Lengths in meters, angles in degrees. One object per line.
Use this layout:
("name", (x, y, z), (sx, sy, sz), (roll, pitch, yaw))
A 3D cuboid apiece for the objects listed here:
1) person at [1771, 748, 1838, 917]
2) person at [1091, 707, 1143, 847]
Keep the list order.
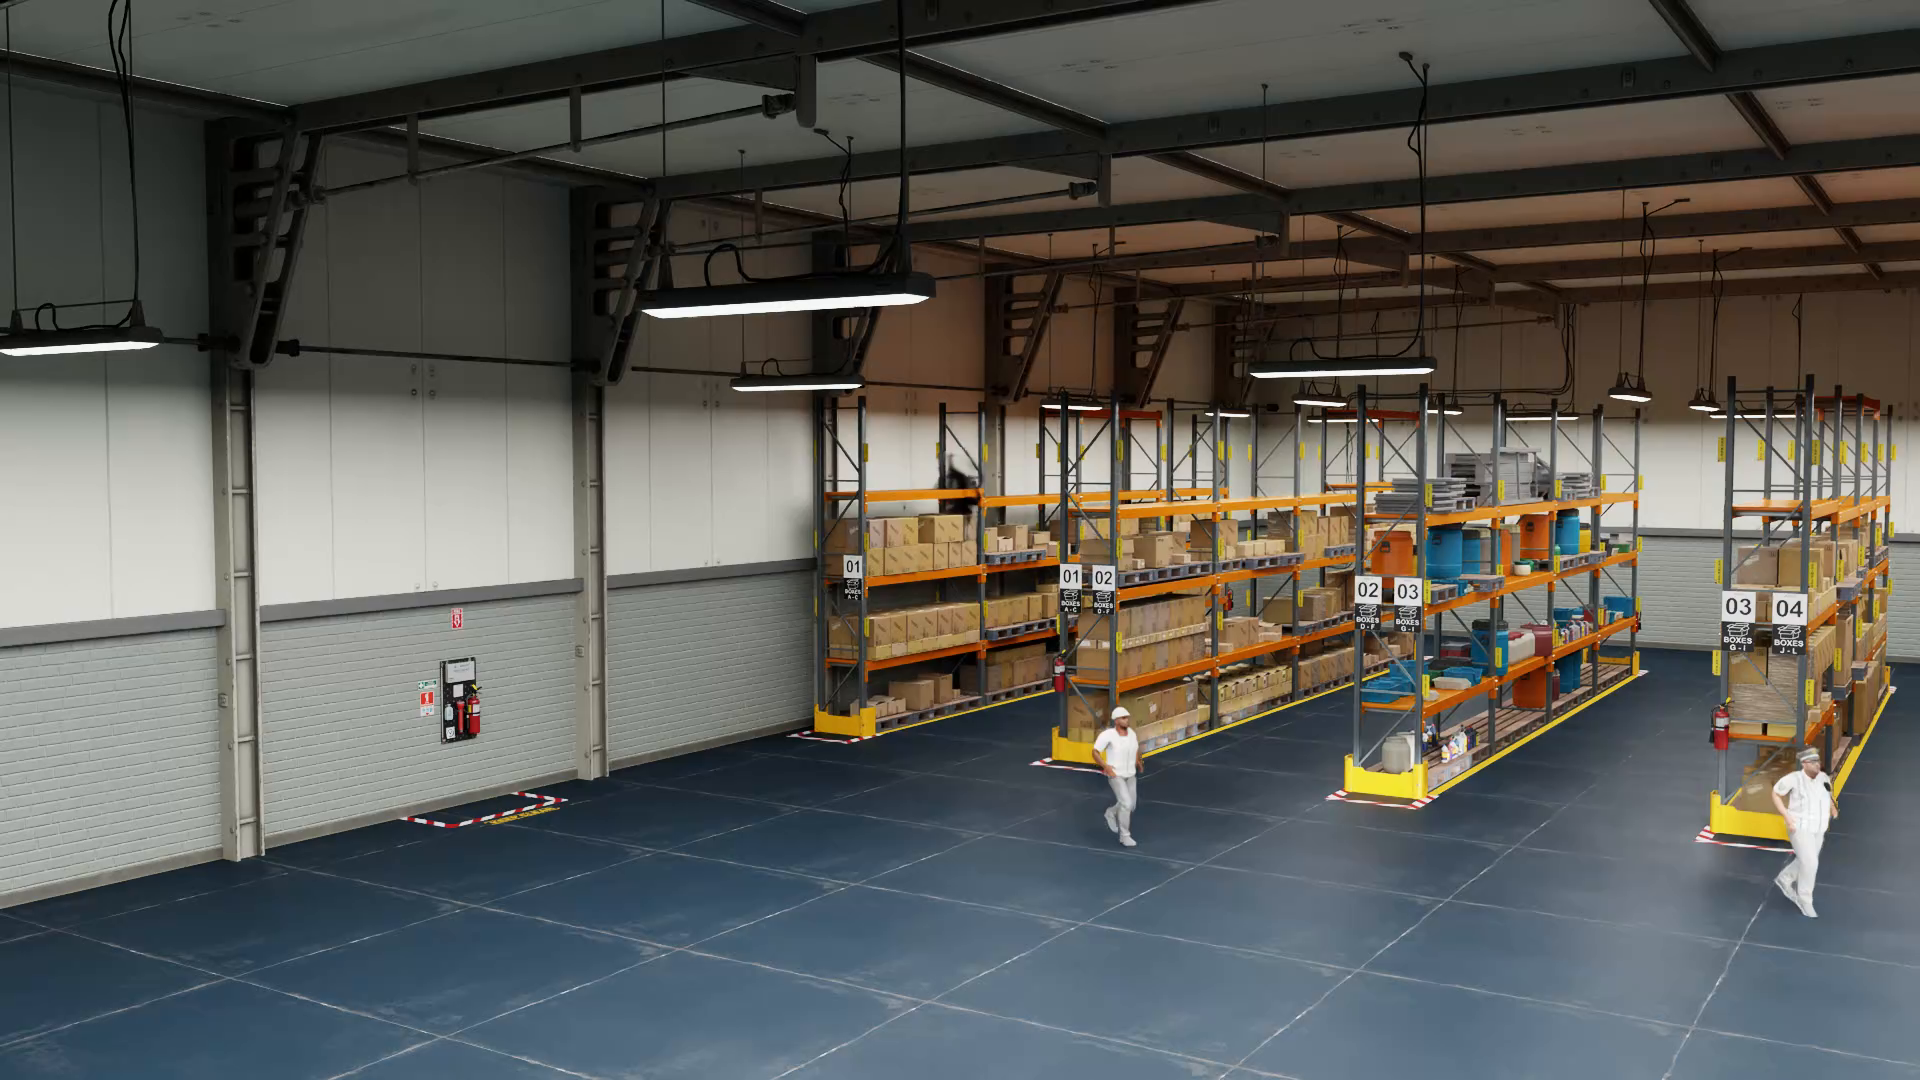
("person", (9.247, 3.175, 18.249), (0.668, 1.865, 0.767), (-1, 3, -17))
("person", (2.028, 3.011, 21.347), (0.708, 1.746, 0.714), (-2, 4, -34))
